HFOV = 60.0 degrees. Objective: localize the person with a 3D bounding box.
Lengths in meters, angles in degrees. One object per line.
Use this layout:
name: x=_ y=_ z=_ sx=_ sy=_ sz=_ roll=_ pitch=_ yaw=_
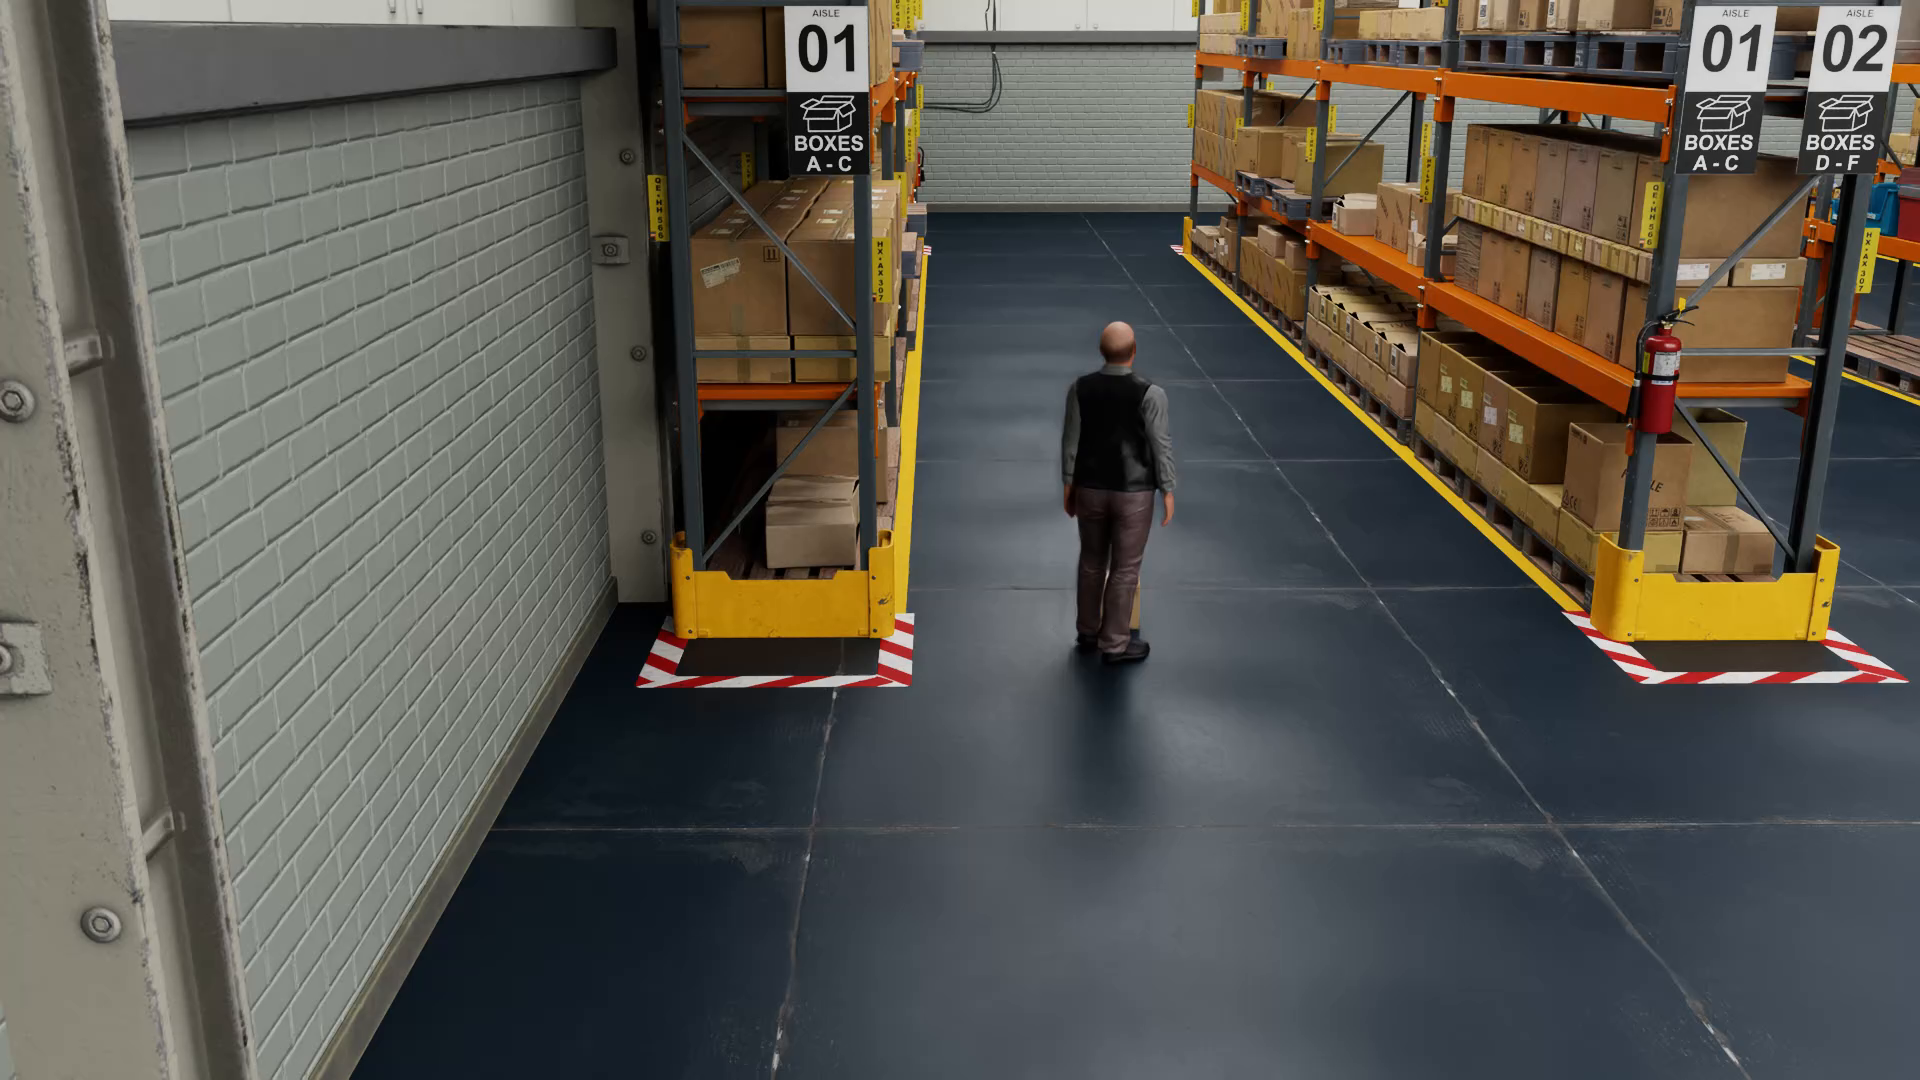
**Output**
person: x=0.824 y=-0.231 z=8.376 sx=0.583 sy=1.758 sz=0.496 roll=9 pitch=19 yaw=28
